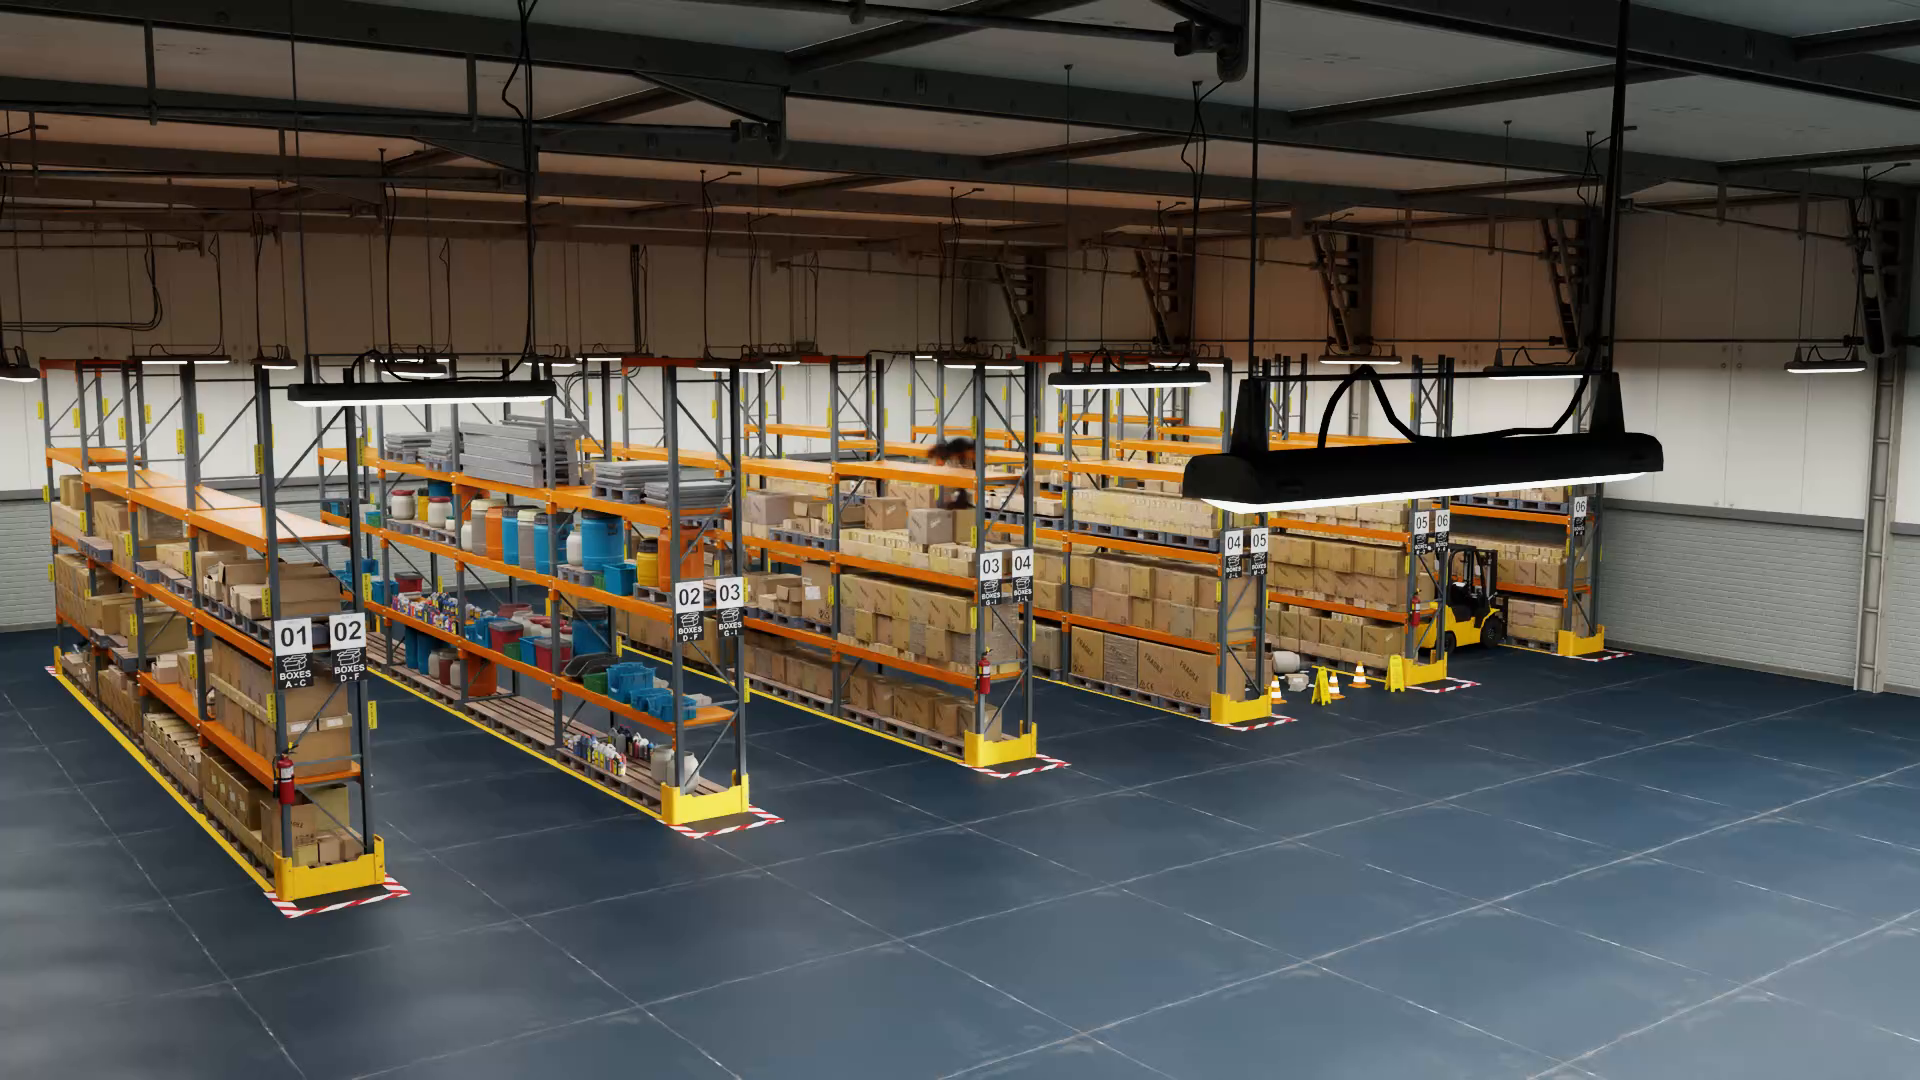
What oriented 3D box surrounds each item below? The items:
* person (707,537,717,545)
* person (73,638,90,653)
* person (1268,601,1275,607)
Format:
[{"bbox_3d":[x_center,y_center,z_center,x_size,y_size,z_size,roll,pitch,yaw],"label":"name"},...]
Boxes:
[{"bbox_3d":[-6.086,0.634,40.675,0.584,1.710,0.705,3,7,22],"label":"person"},{"bbox_3d":[-17.253,1.628,32.874,0.551,1.575,0.573,-5,8,-36],"label":"person"},{"bbox_3d":[7.047,1.148,36.190,0.652,1.716,0.965,-6,9,-42],"label":"person"}]
